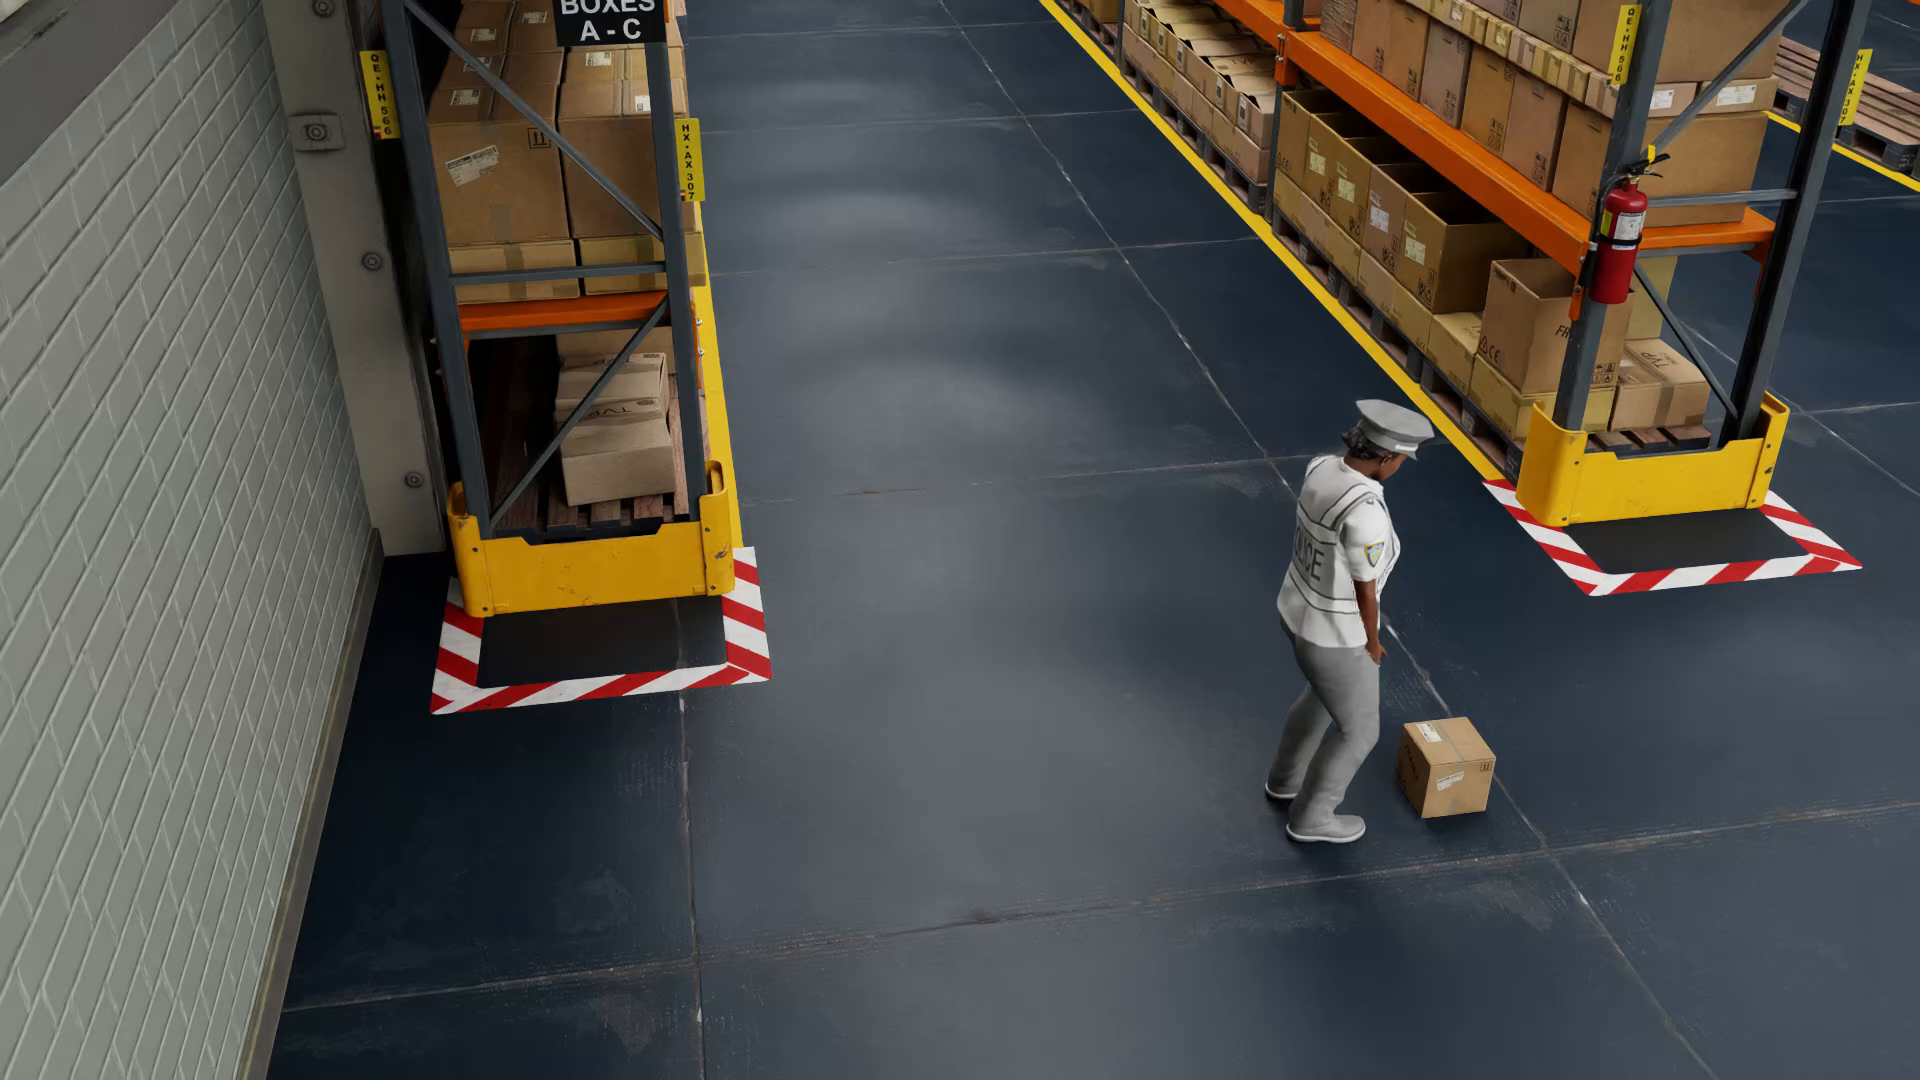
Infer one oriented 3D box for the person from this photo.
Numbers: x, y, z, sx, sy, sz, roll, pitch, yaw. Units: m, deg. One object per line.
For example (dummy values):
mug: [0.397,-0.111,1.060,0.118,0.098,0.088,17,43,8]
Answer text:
person: [1.299,0.284,5.701,0.425,1.631,0.453,-5,31,-8]
